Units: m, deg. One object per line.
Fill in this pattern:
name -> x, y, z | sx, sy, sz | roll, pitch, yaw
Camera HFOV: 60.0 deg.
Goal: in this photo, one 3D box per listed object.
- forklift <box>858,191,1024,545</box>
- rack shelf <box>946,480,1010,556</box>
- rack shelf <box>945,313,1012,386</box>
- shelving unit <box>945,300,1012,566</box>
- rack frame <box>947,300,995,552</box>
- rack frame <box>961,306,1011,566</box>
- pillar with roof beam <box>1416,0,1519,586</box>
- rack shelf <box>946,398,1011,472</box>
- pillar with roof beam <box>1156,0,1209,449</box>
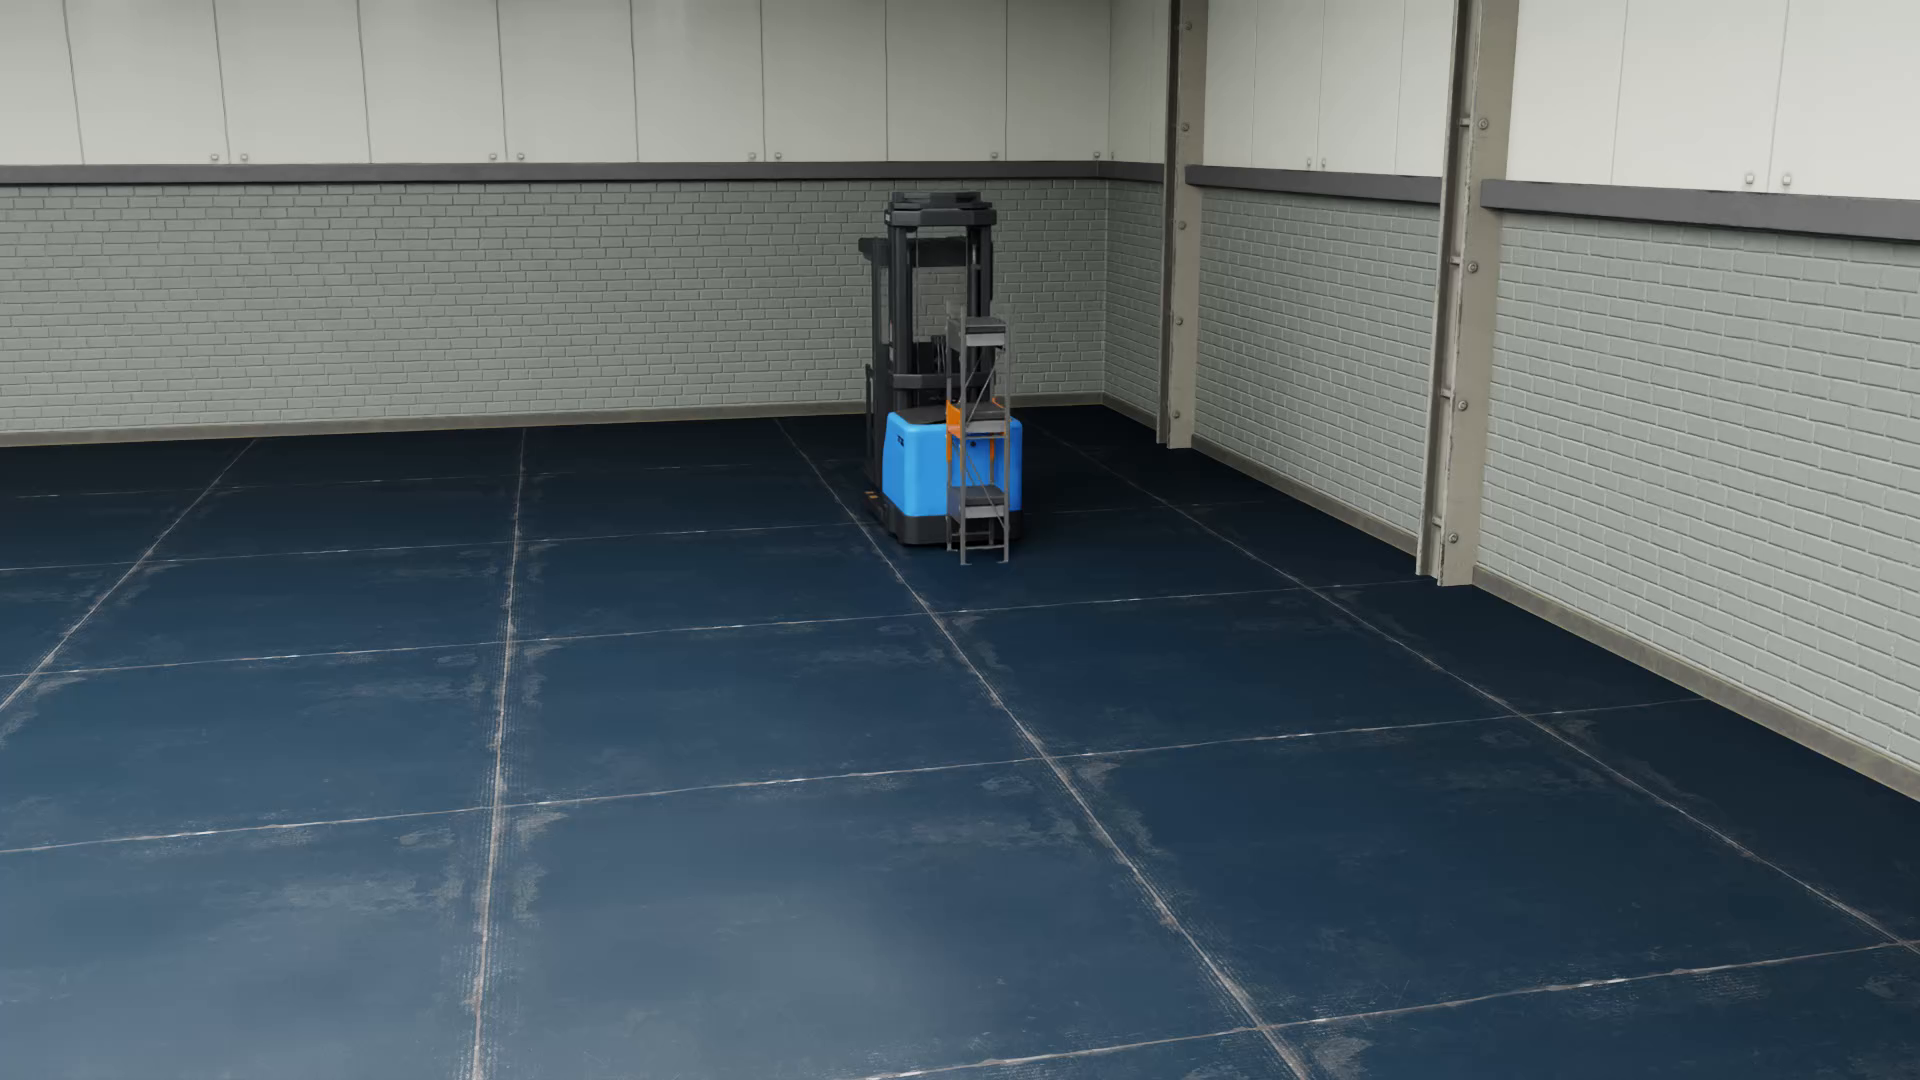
forklift -> -0.303, -1.689, 15.163 | 1.130, 2.935, 3.031 | -3, 14, -13
rack shelf -> 0.146, -0.184, 13.763 | 0.431, 0.518, 0.480 | -3, 14, -13
rack shelf -> 0.146, -1.544, 13.431 | 0.431, 0.518, 0.480 | -3, 14, -13
shelving unit -> 0.146, -0.877, 13.594 | 0.431, 2.100, 0.503 | -3, 14, -13
rack frame -> 0.088, -0.934, 13.824 | 0.400, 2.100, 0.015 | -3, 14, -13
rack frame -> 0.204, -0.821, 13.364 | 0.400, 2.100, 0.015 | -3, 14, -13
pillar with roof beam -> -0.340, -3.825, 11.124 | 9.100, 9.000, 0.400 | -3, 14, -13
rack shelf -> 0.146, -0.864, 13.597 | 0.431, 0.518, 0.480 | -3, 14, -13
pillar with roof beam -> -1.749, -5.210, 16.790 | 9.100, 9.000, 0.400 | -3, 14, -13
